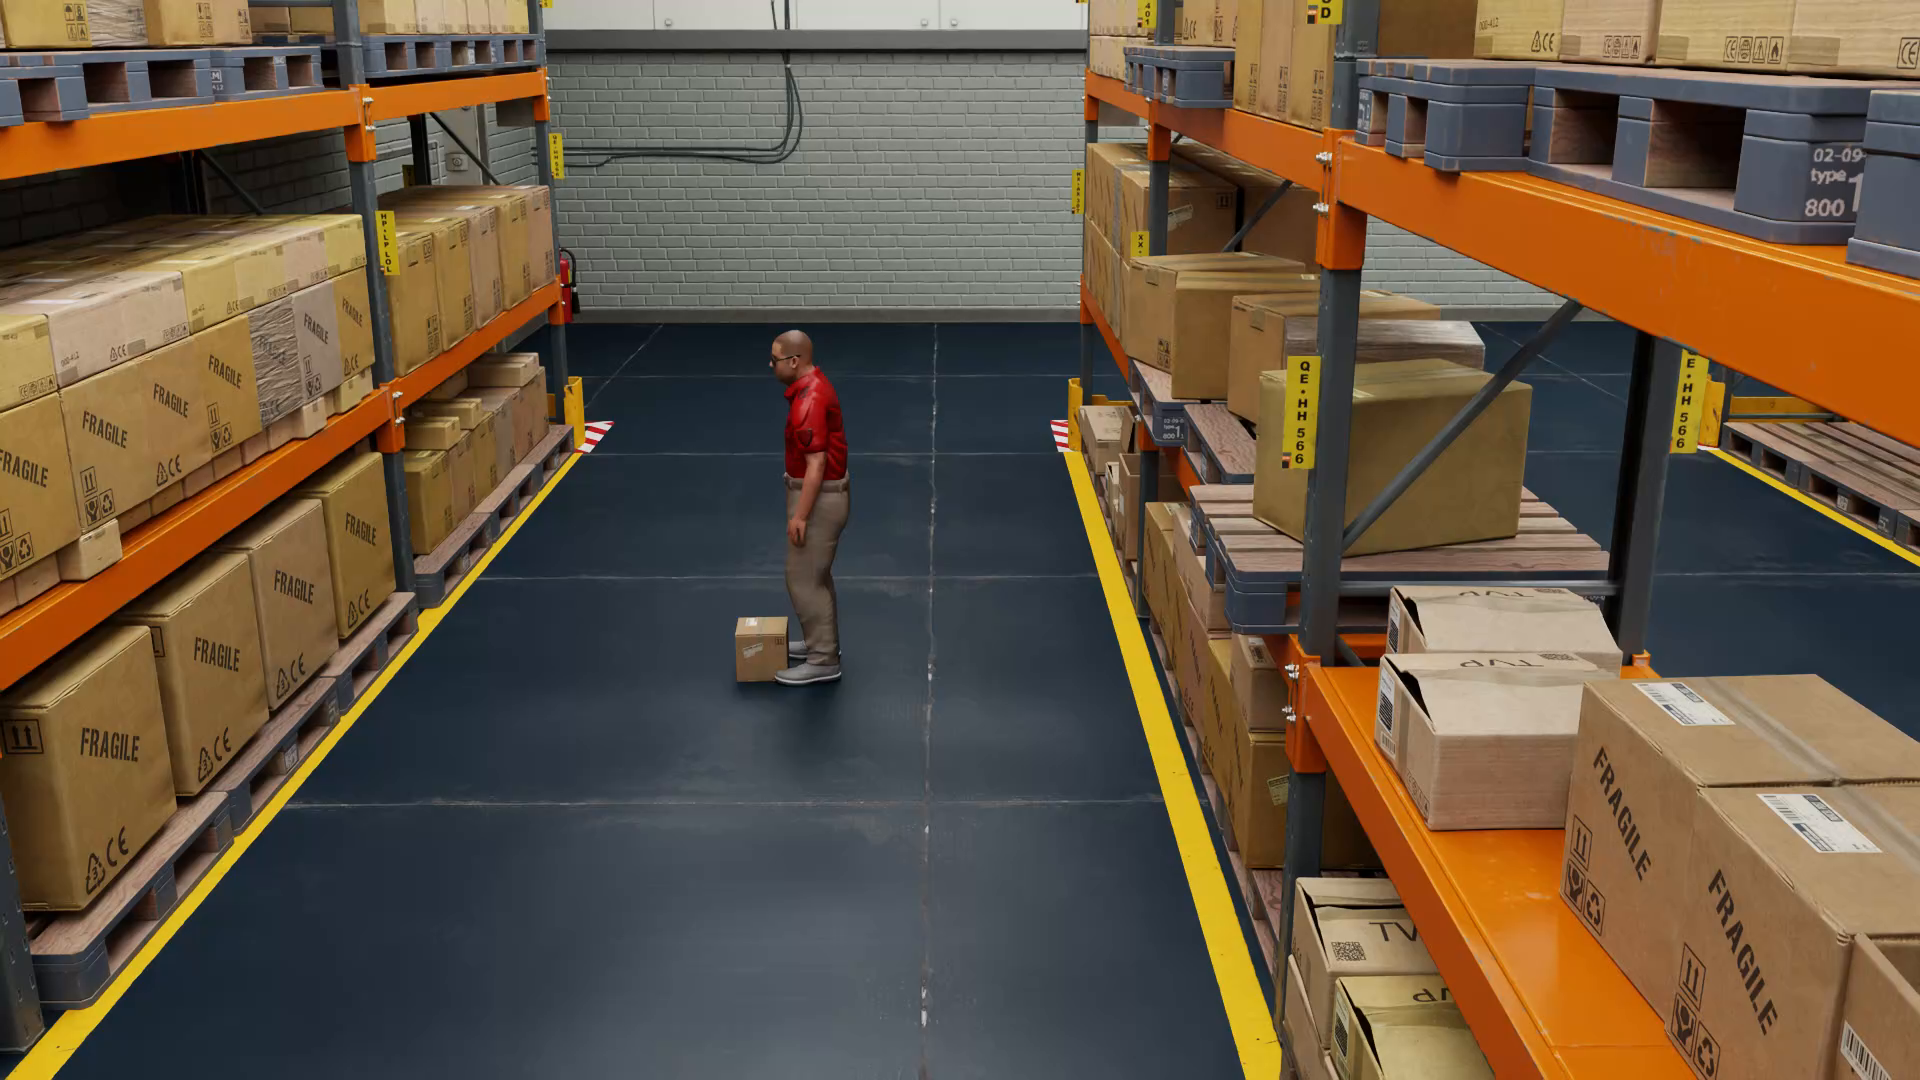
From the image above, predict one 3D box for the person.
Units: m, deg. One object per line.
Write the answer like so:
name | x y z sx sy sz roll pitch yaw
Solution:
person | -0.734 -0.126 8.131 0.394 1.637 0.587 0 17 0
